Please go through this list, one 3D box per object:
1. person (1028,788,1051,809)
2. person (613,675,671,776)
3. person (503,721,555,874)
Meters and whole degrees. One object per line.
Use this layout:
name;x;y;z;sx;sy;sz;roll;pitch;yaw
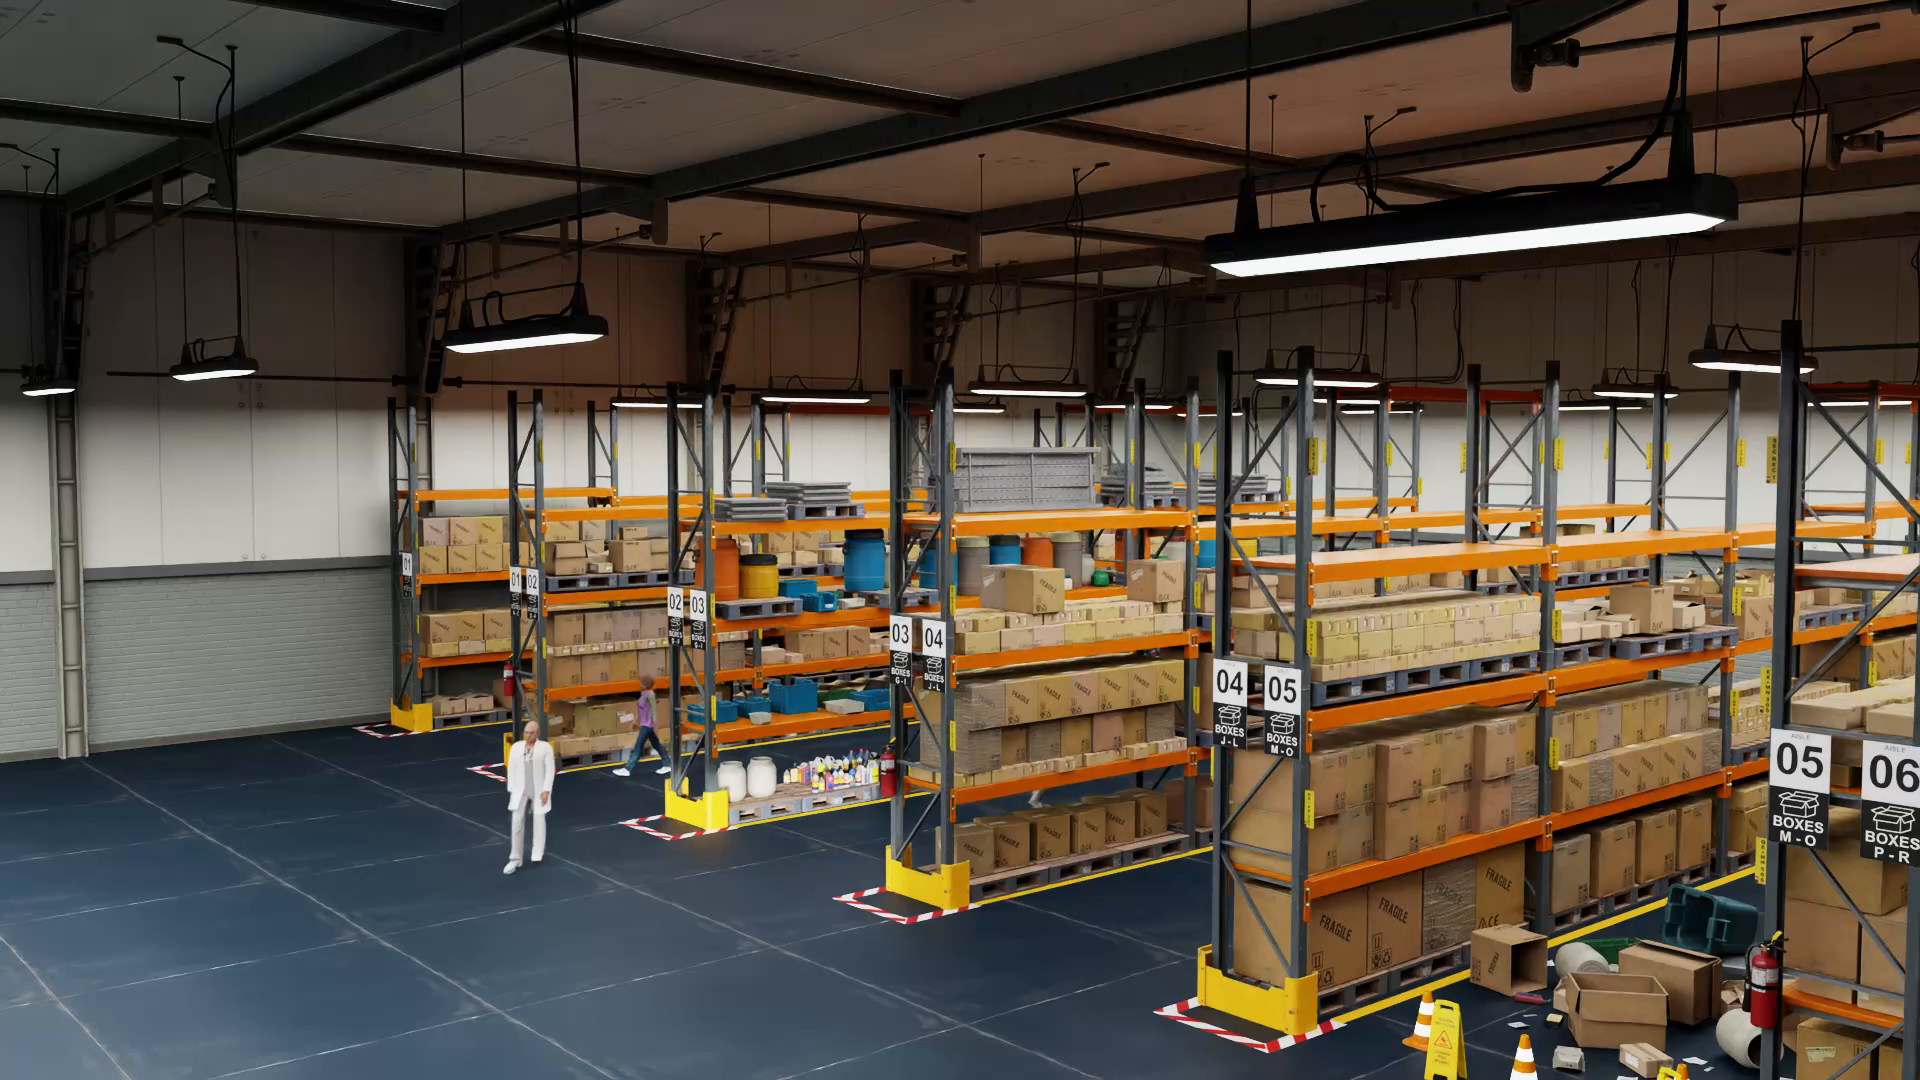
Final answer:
person;1.110;2.968;23.298;0.494;1.683;0.505;-2;4;-37
person;-4.908;2.869;25.744;0.950;1.551;0.465;-1;3;-15
person;-5.231;3.084;20.226;0.596;1.750;0.932;0;3;-7
